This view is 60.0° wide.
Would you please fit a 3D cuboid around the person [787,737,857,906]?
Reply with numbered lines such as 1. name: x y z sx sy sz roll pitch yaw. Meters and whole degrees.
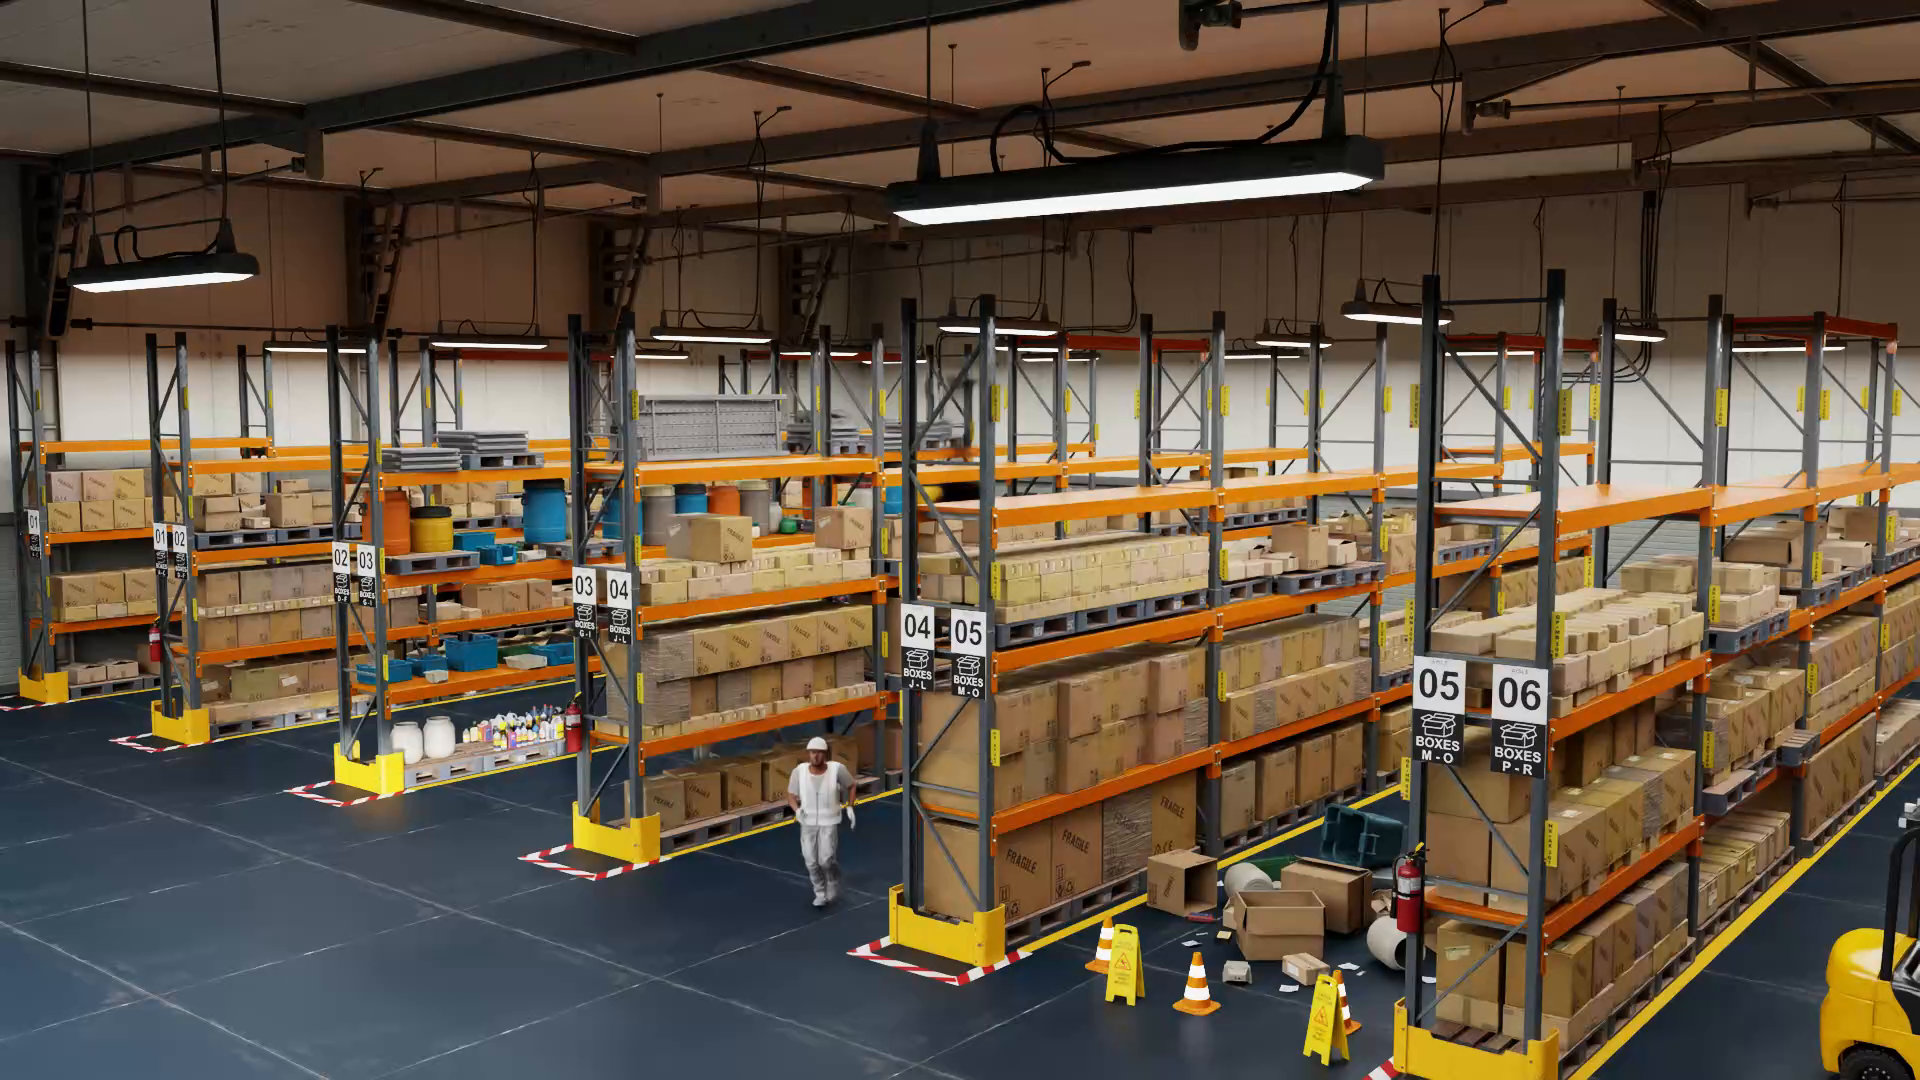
1. person: -1.384 2.810 16.470 0.677 1.731 0.671 1 5 6

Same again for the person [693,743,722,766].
1. person: -3.288 2.404 21.570 0.628 1.662 0.553 4 6 36

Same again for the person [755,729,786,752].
1. person: -2.675 2.271 23.035 0.593 1.747 0.830 4 6 38
